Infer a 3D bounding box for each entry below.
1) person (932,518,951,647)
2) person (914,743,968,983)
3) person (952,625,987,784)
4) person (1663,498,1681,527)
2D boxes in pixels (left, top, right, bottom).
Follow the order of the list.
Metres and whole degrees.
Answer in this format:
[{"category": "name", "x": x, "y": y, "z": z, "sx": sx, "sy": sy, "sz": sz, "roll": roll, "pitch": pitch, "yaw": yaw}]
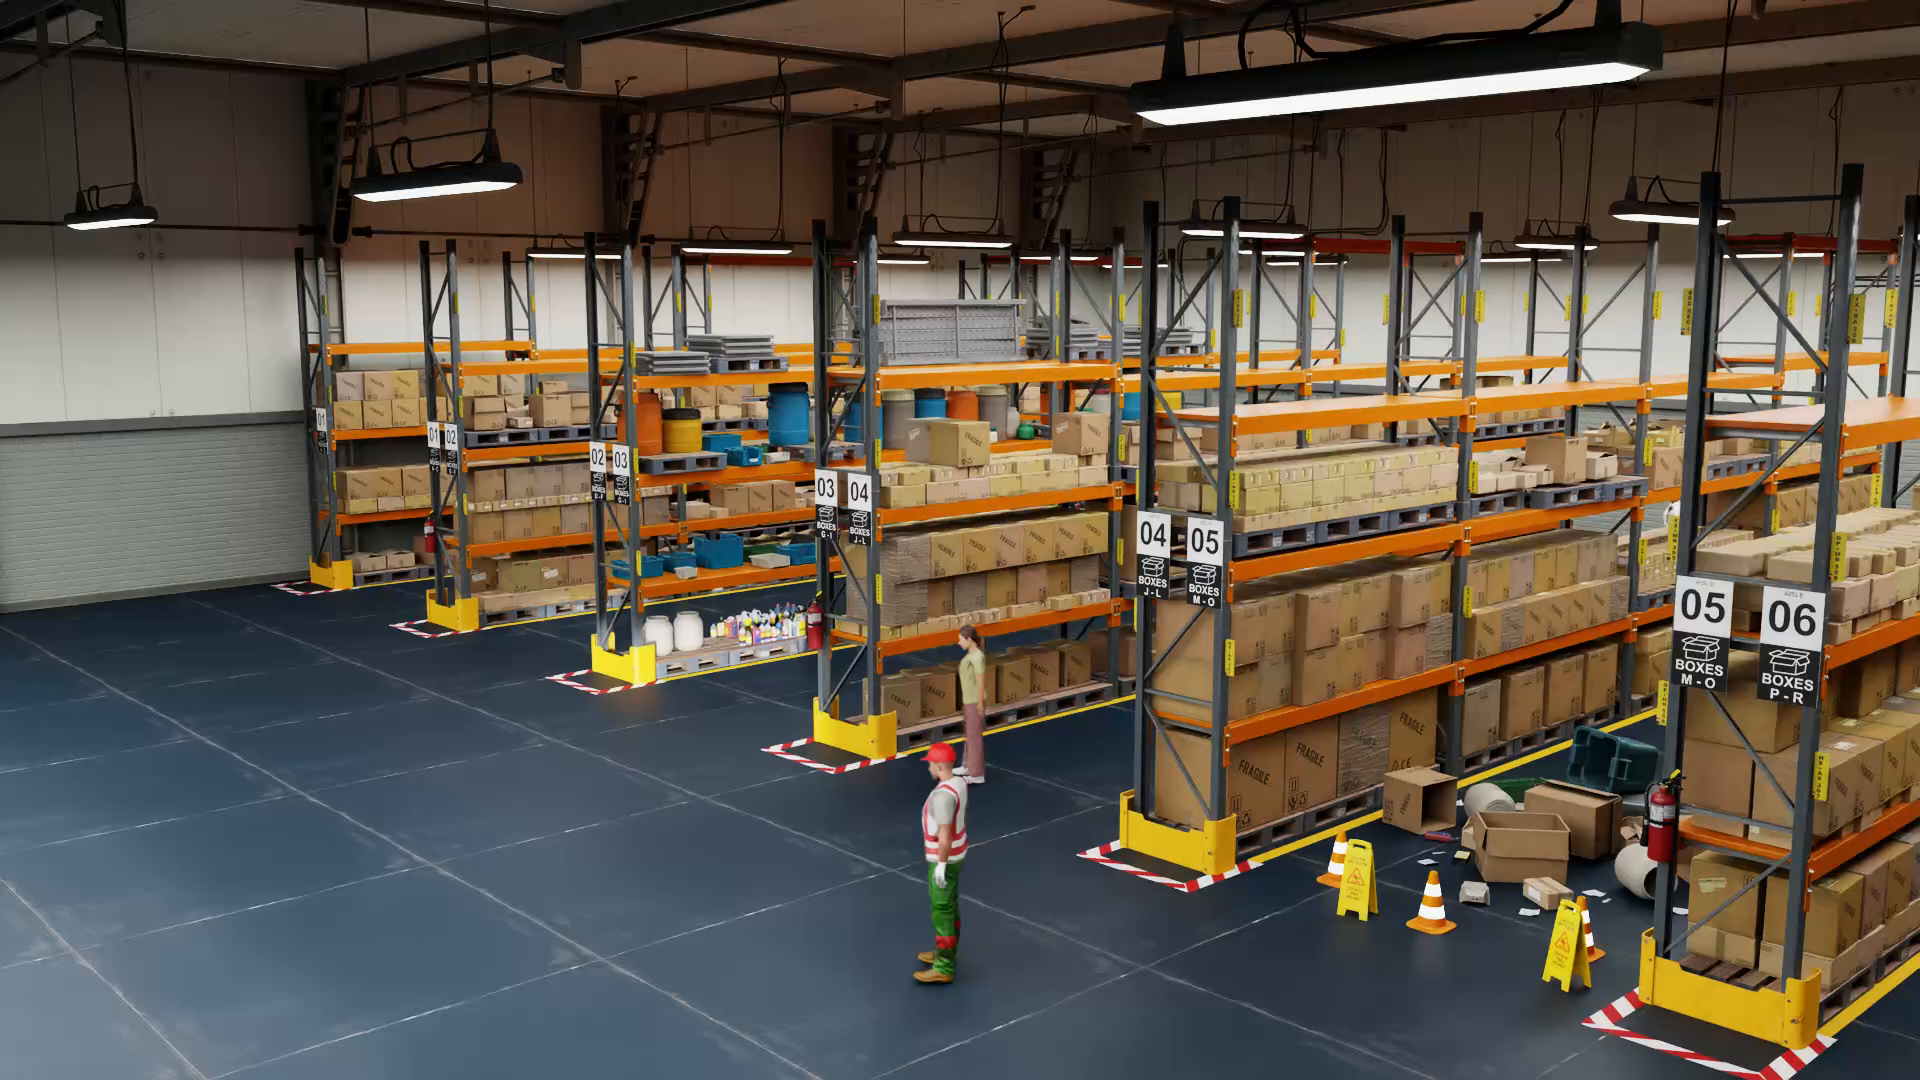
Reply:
[{"category": "person", "x": -0.323, "y": 0.623, "z": 23.138, "sx": 0.433, "sy": 1.852, "sz": 0.639, "roll": 6, "pitch": 10, "yaw": 34}, {"category": "person", "x": -0.148, "y": 2.425, "z": 12.716, "sx": 0.402, "sy": 1.784, "sz": 0.614, "roll": 1, "pitch": 8, "yaw": 7}, {"category": "person", "x": 0.098, "y": 1.747, "z": 17.796, "sx": 0.395, "sy": 1.654, "sz": 0.527, "roll": 0, "pitch": 8, "yaw": -2}, {"category": "person", "x": 13.151, "y": -0.122, "z": 30.525, "sx": 0.874, "sy": 1.634, "sz": 0.500, "roll": 5, "pitch": 10, "yaw": 30}]
